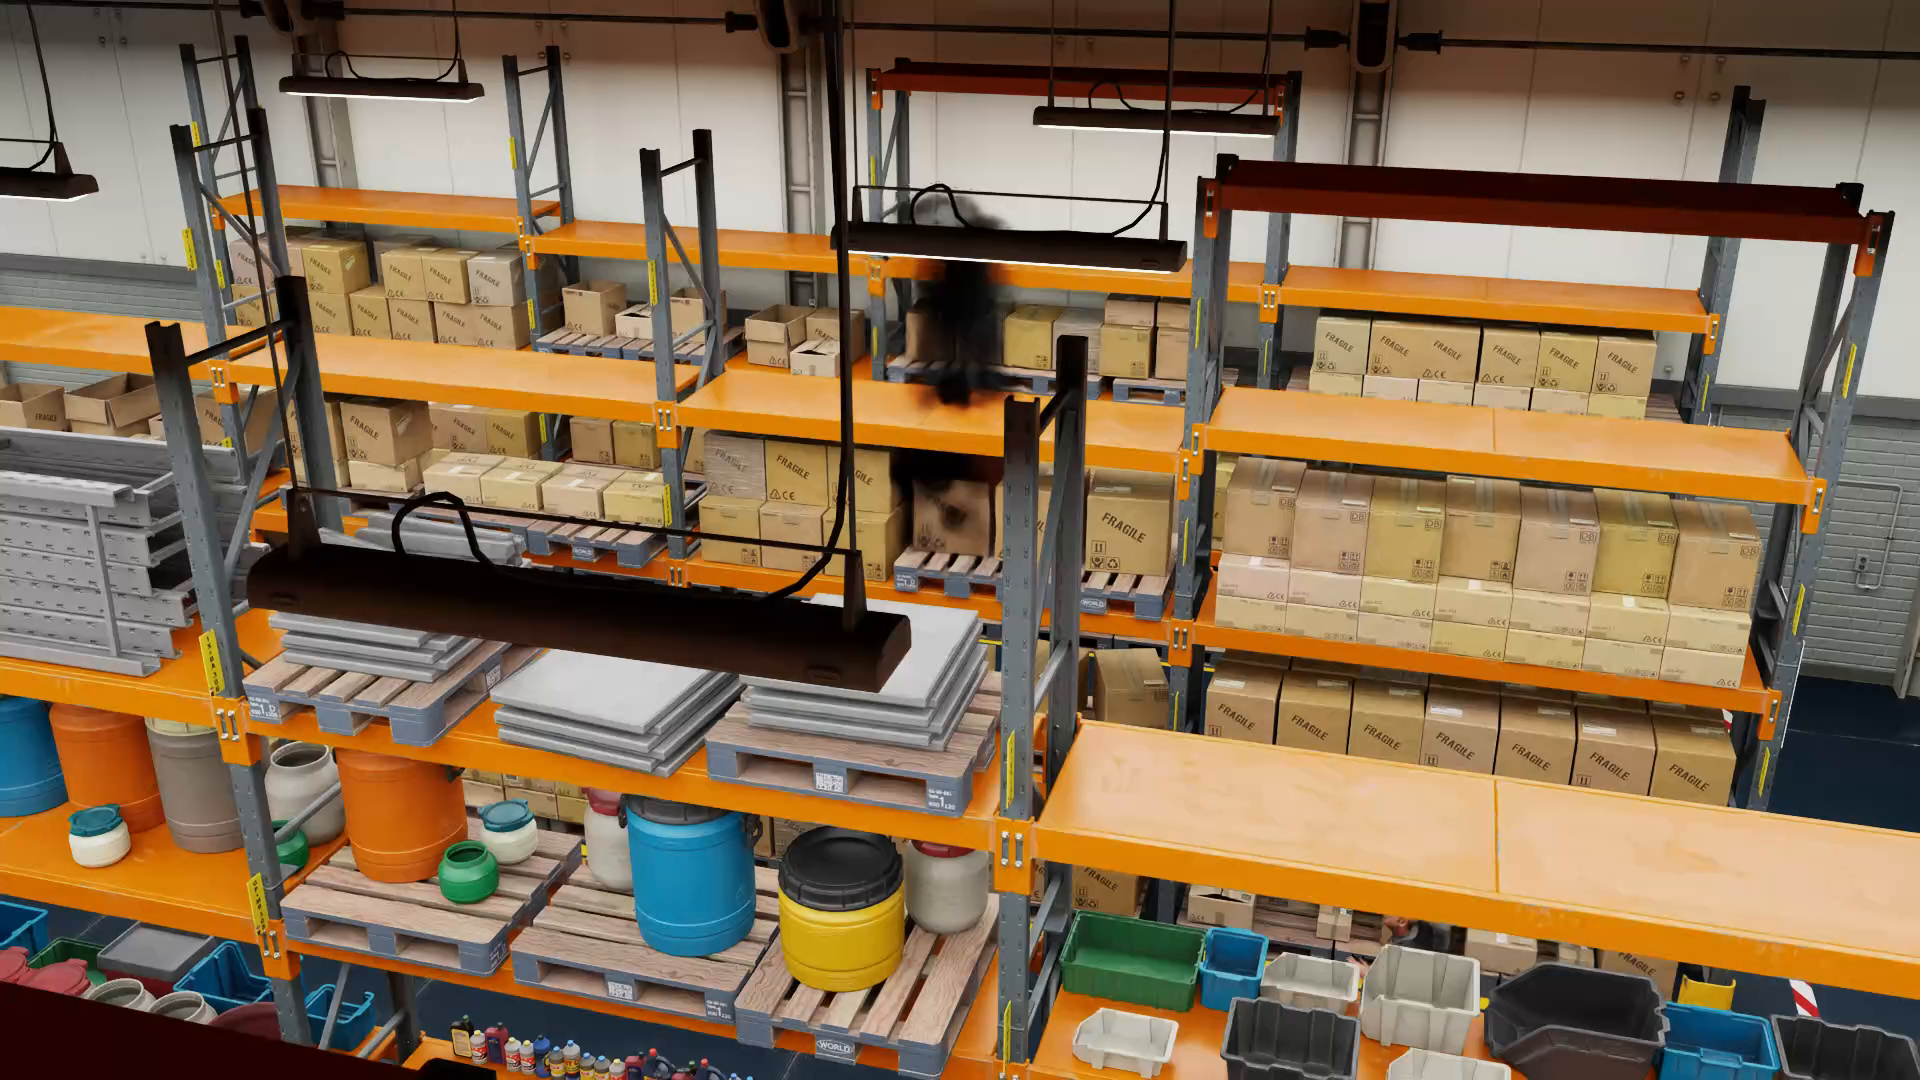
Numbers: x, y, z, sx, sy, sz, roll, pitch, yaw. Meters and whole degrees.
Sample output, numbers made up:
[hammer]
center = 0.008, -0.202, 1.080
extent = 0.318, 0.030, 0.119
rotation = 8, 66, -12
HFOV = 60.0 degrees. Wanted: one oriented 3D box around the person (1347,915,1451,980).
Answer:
[person]
center = 2.960, 3.104, 11.065
extent = 0.806, 1.699, 0.683
rotation = 7, 23, 16
